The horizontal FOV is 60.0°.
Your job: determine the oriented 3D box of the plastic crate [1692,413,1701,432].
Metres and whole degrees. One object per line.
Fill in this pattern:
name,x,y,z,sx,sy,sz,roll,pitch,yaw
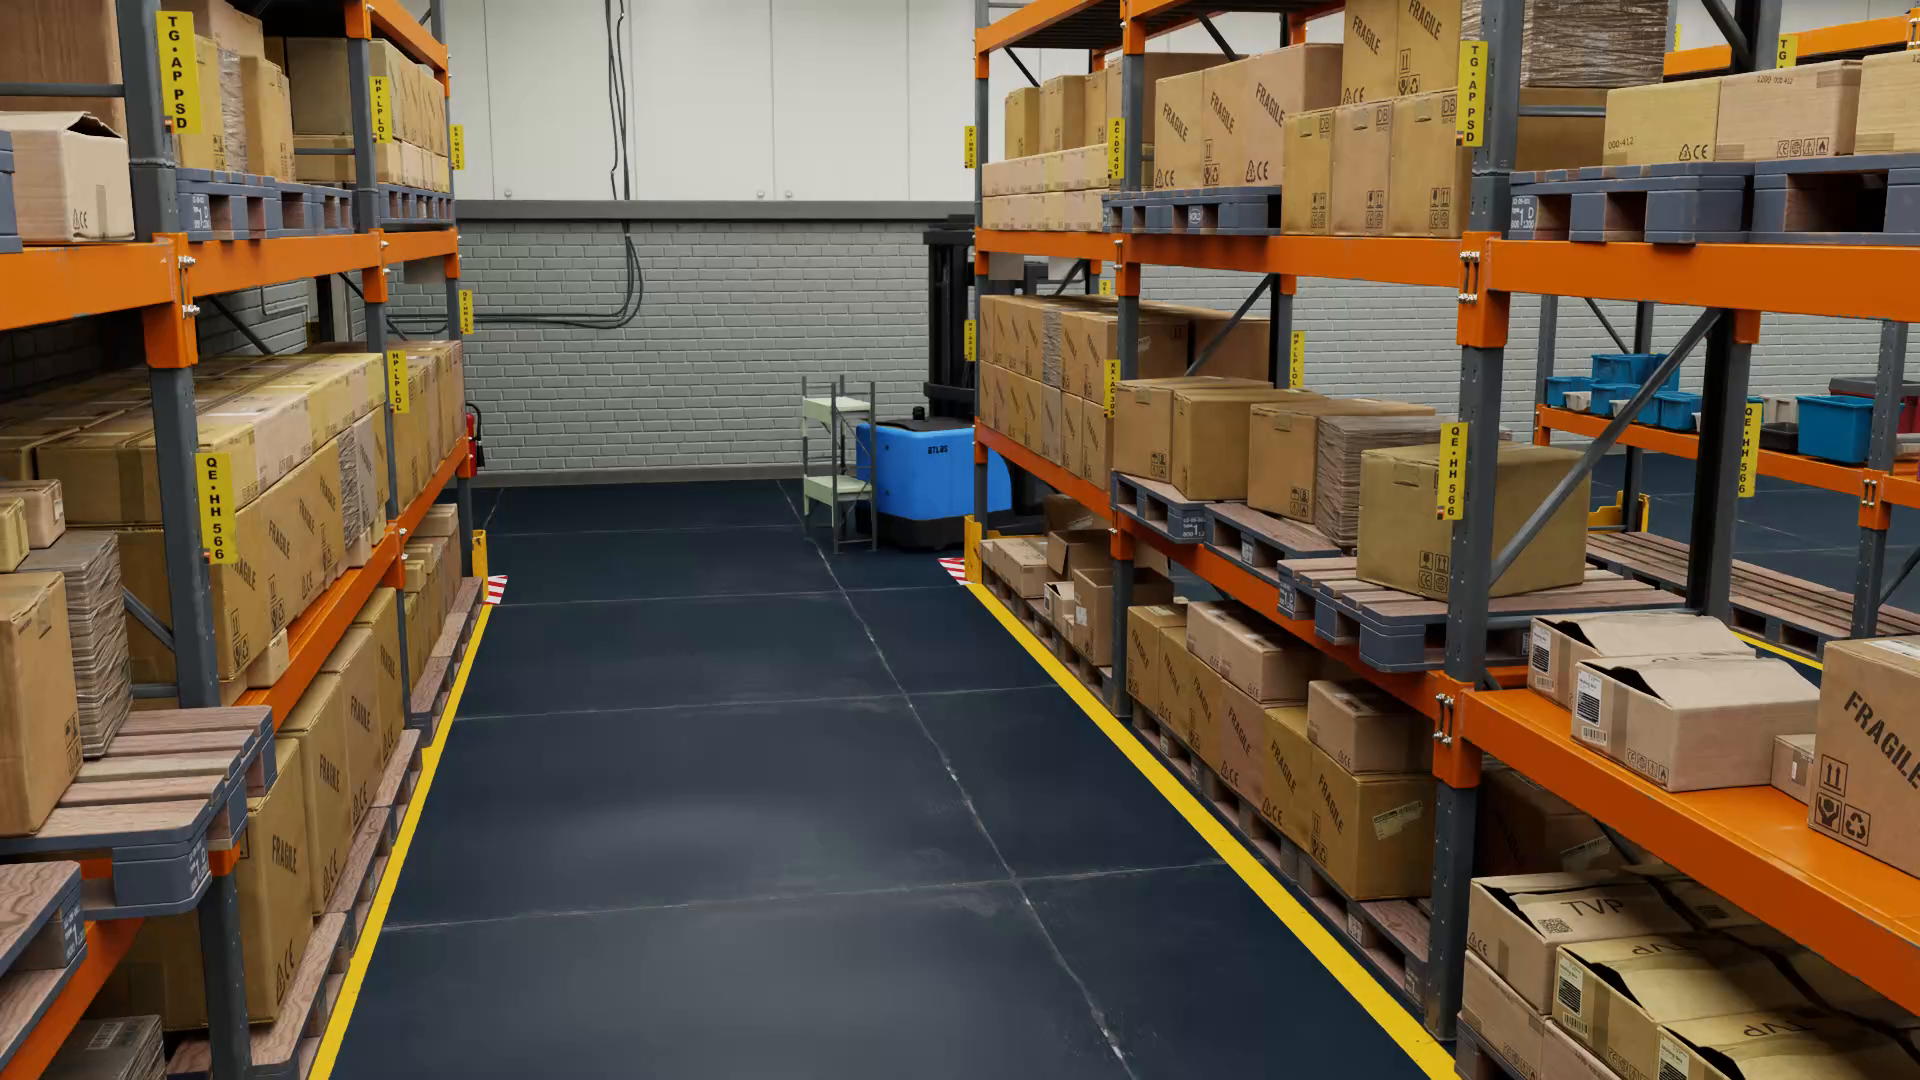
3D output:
plastic crate,5.621,-0.841,12.190,0.293,0.136,0.466,-2,11,-11

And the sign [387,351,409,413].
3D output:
sign,-2.933,-0.824,8.670,0.100,0.325,0.005,-2,11,-11

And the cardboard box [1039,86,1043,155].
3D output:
cardboard box,0.950,-2.924,11.628,0.700,0.500,0.500,-2,11,-11

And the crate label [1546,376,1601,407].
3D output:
crate label,5.202,-1.256,14.114,0.416,0.233,0.303,-2,11,-11

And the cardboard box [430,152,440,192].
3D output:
cardboard box,-3.736,-2.441,11.041,0.500,0.250,0.500,-3,11,-13

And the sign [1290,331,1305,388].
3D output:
sign,1.939,-1.043,9.609,0.100,0.325,0.005,-2,11,-11

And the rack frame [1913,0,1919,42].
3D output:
rack frame,6.255,-3.580,9.990,1.000,3.000,0.127,-2,11,-11

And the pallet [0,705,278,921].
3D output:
pallet,-2.442,0.682,4.155,1.213,0.211,1.003,-2,11,-11

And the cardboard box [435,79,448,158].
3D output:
cardboard box,-3.831,-2.905,11.474,0.500,0.500,0.500,-2,11,-11

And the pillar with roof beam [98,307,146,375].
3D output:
pillar with roof beam,-0.225,-3.473,9.429,9.100,9.000,0.400,-2,11,-11

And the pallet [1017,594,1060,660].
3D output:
pallet,1.022,0.567,11.709,1.003,0.211,1.213,-2,11,-11

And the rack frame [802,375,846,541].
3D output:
rack frame,-1.239,-0.750,15.179,0.400,1.500,0.023,-5,12,-25

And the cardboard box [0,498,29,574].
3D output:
cardboard box,-2.512,-0.002,4.058,0.380,0.149,0.250,-4,12,-21

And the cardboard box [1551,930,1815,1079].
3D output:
cardboard box,2.097,1.352,4.854,0.500,0.311,0.500,-2,11,-12

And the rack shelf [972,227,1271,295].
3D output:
rack shelf,1.006,-1.940,11.322,1.077,0.370,4.000,-2,11,-11

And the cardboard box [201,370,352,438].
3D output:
cardboard box,-2.932,-0.582,7.162,0.500,0.250,0.500,-2,11,-10

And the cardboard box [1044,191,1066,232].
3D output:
cardboard box,0.847,-2.116,10.723,0.500,0.250,0.500,-2,11,-11

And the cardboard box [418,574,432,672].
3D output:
cardboard box,-3.603,0.516,10.077,0.700,0.500,0.500,-2,11,-12

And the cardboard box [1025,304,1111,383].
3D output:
cardboard box,0.746,-1.355,11.407,0.500,0.500,0.500,-2,11,-12

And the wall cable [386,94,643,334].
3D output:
wall cable,-4.991,-3.478,17.760,3.097,2.526,0.112,-2,11,-11

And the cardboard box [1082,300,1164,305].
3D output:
cardboard box,1.178,-1.468,11.998,0.500,0.500,0.500,-2,11,-9

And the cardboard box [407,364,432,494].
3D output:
cardboard box,-3.689,-0.654,9.860,0.980,0.700,0.700,-2,11,-12

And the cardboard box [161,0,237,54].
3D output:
cardboard box,-3.299,-2.113,6.855,0.500,0.250,0.500,-2,11,-13

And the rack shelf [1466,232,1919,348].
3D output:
rack shelf,2.562,-0.473,3.613,1.077,0.370,4.000,-2,11,-11

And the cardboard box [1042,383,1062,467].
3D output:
cardboard box,0.842,-0.773,11.022,0.500,0.500,0.500,-2,11,-10

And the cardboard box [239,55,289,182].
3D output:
cardboard box,-3.228,-1.746,6.934,0.700,0.500,0.500,-2,11,-12

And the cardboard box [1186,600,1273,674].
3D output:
cardboard box,1.445,0.471,8.254,0.500,0.250,0.500,-2,11,-11

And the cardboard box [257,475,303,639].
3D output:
cardboard box,-2.621,0.062,5.788,0.500,0.500,0.500,-2,11,-9

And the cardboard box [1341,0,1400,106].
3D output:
cardboard box,1.896,-2.001,6.775,0.500,0.500,0.500,-2,11,-11

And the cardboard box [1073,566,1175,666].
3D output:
cardboard box,1.006,0.465,10.295,0.500,0.500,0.500,-2,11,-11

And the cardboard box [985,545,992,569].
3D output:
cardboard box,0.410,0.124,12.976,0.380,0.166,0.250,-2,11,-11

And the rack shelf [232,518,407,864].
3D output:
rack shelf,-3.074,0.448,6.798,1.077,0.370,4.000,-2,11,-11

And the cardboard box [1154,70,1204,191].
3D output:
cardboard box,1.421,-2.136,8.770,0.600,0.600,0.600,-3,11,-16

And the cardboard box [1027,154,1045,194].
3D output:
cardboard box,0.749,-2.453,11.158,0.500,0.250,0.500,-2,11,-11

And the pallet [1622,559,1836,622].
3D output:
pallet,5.833,0.380,12.691,1.003,0.211,1.213,-2,11,-11

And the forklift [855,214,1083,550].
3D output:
forklift,0.518,-1.546,15.534,3.031,2.935,1.130,-8,13,-37

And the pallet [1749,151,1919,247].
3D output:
pallet,2.613,-0.774,3.777,1.003,0.211,1.213,-2,11,-8

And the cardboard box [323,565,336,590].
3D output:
cardboard box,-2.916,0.128,7.175,0.380,0.149,0.250,-2,11,-13

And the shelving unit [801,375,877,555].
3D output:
shelving unit,-1.082,-0.688,14.854,0.431,1.500,0.755,-5,12,-25

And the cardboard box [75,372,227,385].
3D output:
cardboard box,-3.419,-0.564,7.071,0.500,0.250,0.500,-3,11,-13

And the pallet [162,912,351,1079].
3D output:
pallet,-2.765,1.684,5.838,1.003,0.211,1.213,-2,11,-11

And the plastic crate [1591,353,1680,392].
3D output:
plastic crate,5.725,-1.358,14.109,0.616,0.435,0.499,-2,11,-11

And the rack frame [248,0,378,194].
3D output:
rack frame,-3.463,-3.219,8.097,1.000,3.000,0.127,-2,11,-11

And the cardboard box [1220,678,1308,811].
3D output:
cardboard box,1.552,0.938,7.806,0.500,0.500,0.500,-3,11,-13

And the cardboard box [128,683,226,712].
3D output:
cardboard box,-2.522,0.506,5.187,0.380,0.149,0.250,-2,11,-12

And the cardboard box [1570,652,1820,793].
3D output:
cardboard box,2.157,0.495,4.863,0.500,0.311,0.500,-2,11,-12

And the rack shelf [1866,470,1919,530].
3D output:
rack shelf,6.644,0.088,8.691,1.077,0.370,4.000,-2,11,-11

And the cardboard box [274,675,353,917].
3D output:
cardboard box,-2.864,1.011,6.544,0.750,0.750,0.750,-2,11,-11

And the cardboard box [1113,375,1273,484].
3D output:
cardboard box,1.268,-0.613,9.060,0.700,0.500,0.500,-6,12,-30
